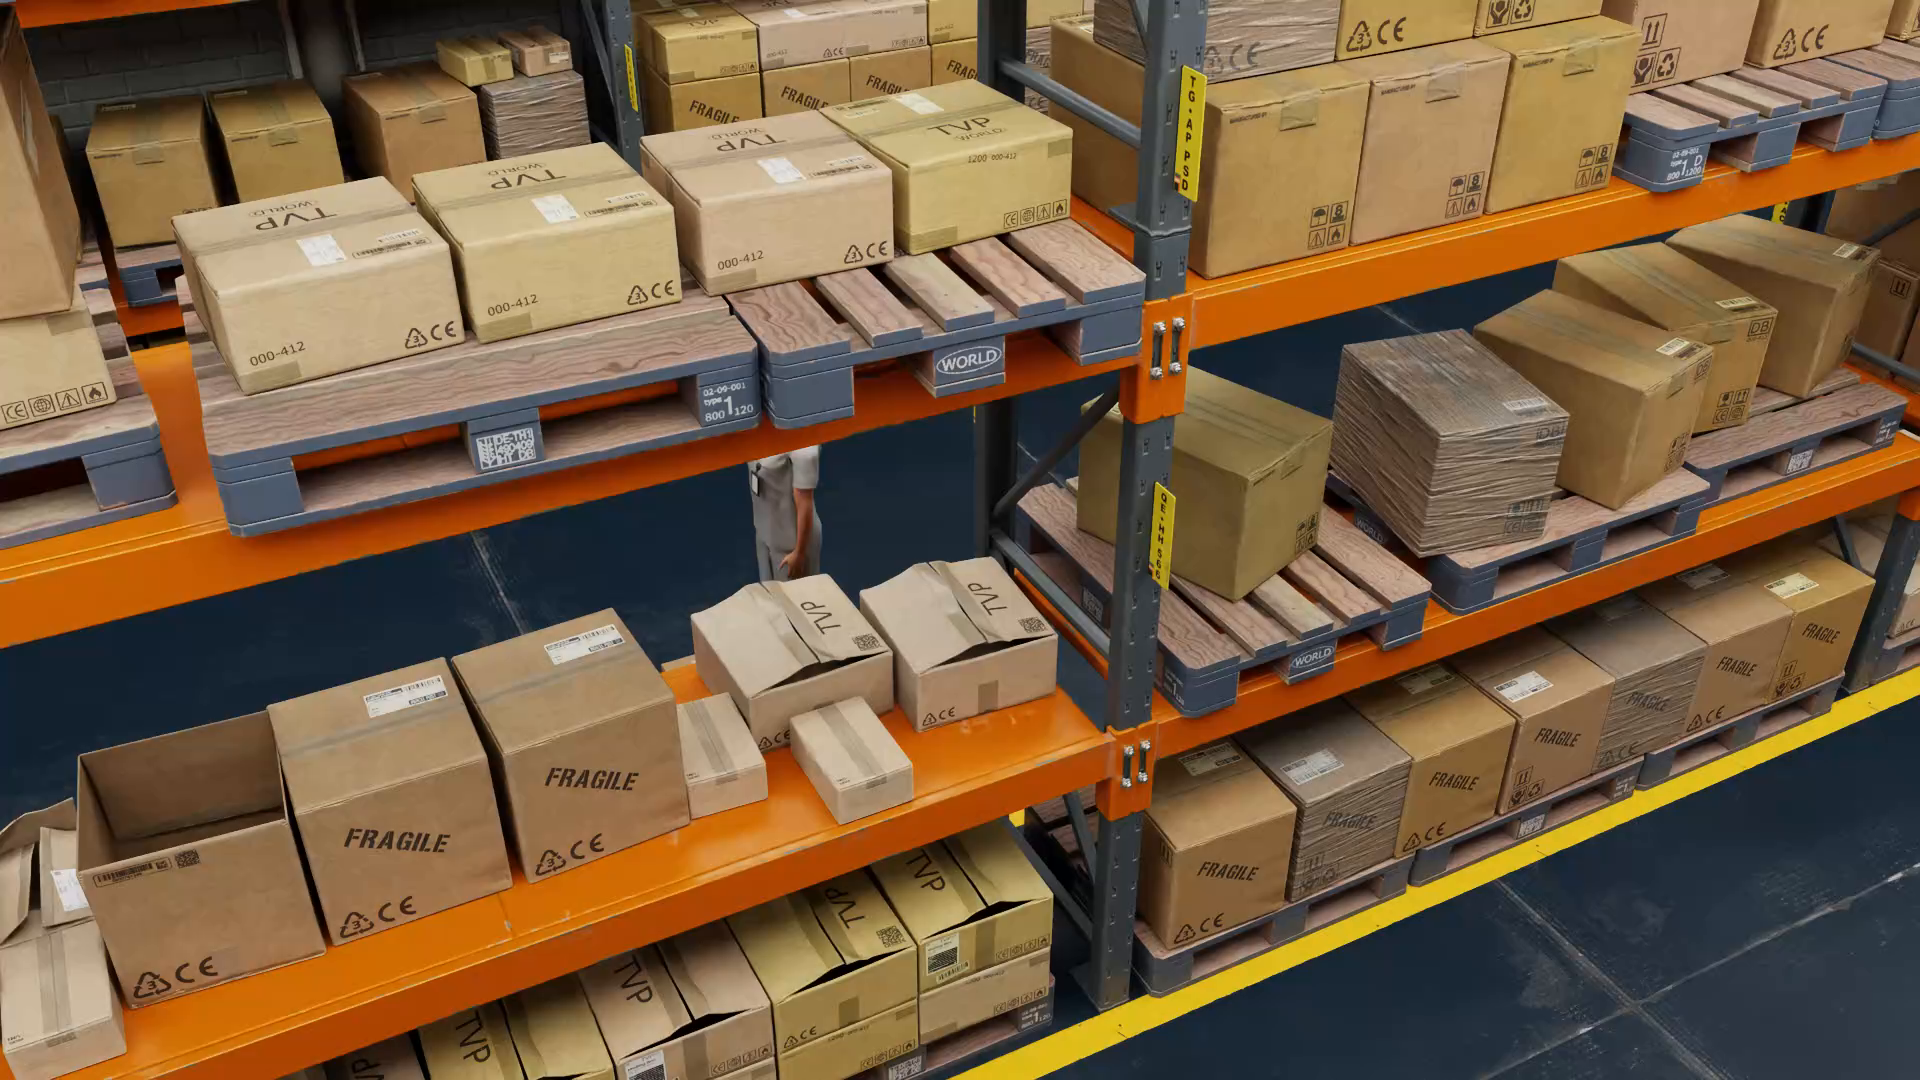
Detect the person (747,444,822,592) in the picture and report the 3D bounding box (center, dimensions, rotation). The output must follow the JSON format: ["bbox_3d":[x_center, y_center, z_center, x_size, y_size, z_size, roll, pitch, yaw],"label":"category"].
[{"bbox_3d":[-0.734,-0.021,7.192,0.350,1.681,0.437,-15,36,-22],"label":"person"}]
